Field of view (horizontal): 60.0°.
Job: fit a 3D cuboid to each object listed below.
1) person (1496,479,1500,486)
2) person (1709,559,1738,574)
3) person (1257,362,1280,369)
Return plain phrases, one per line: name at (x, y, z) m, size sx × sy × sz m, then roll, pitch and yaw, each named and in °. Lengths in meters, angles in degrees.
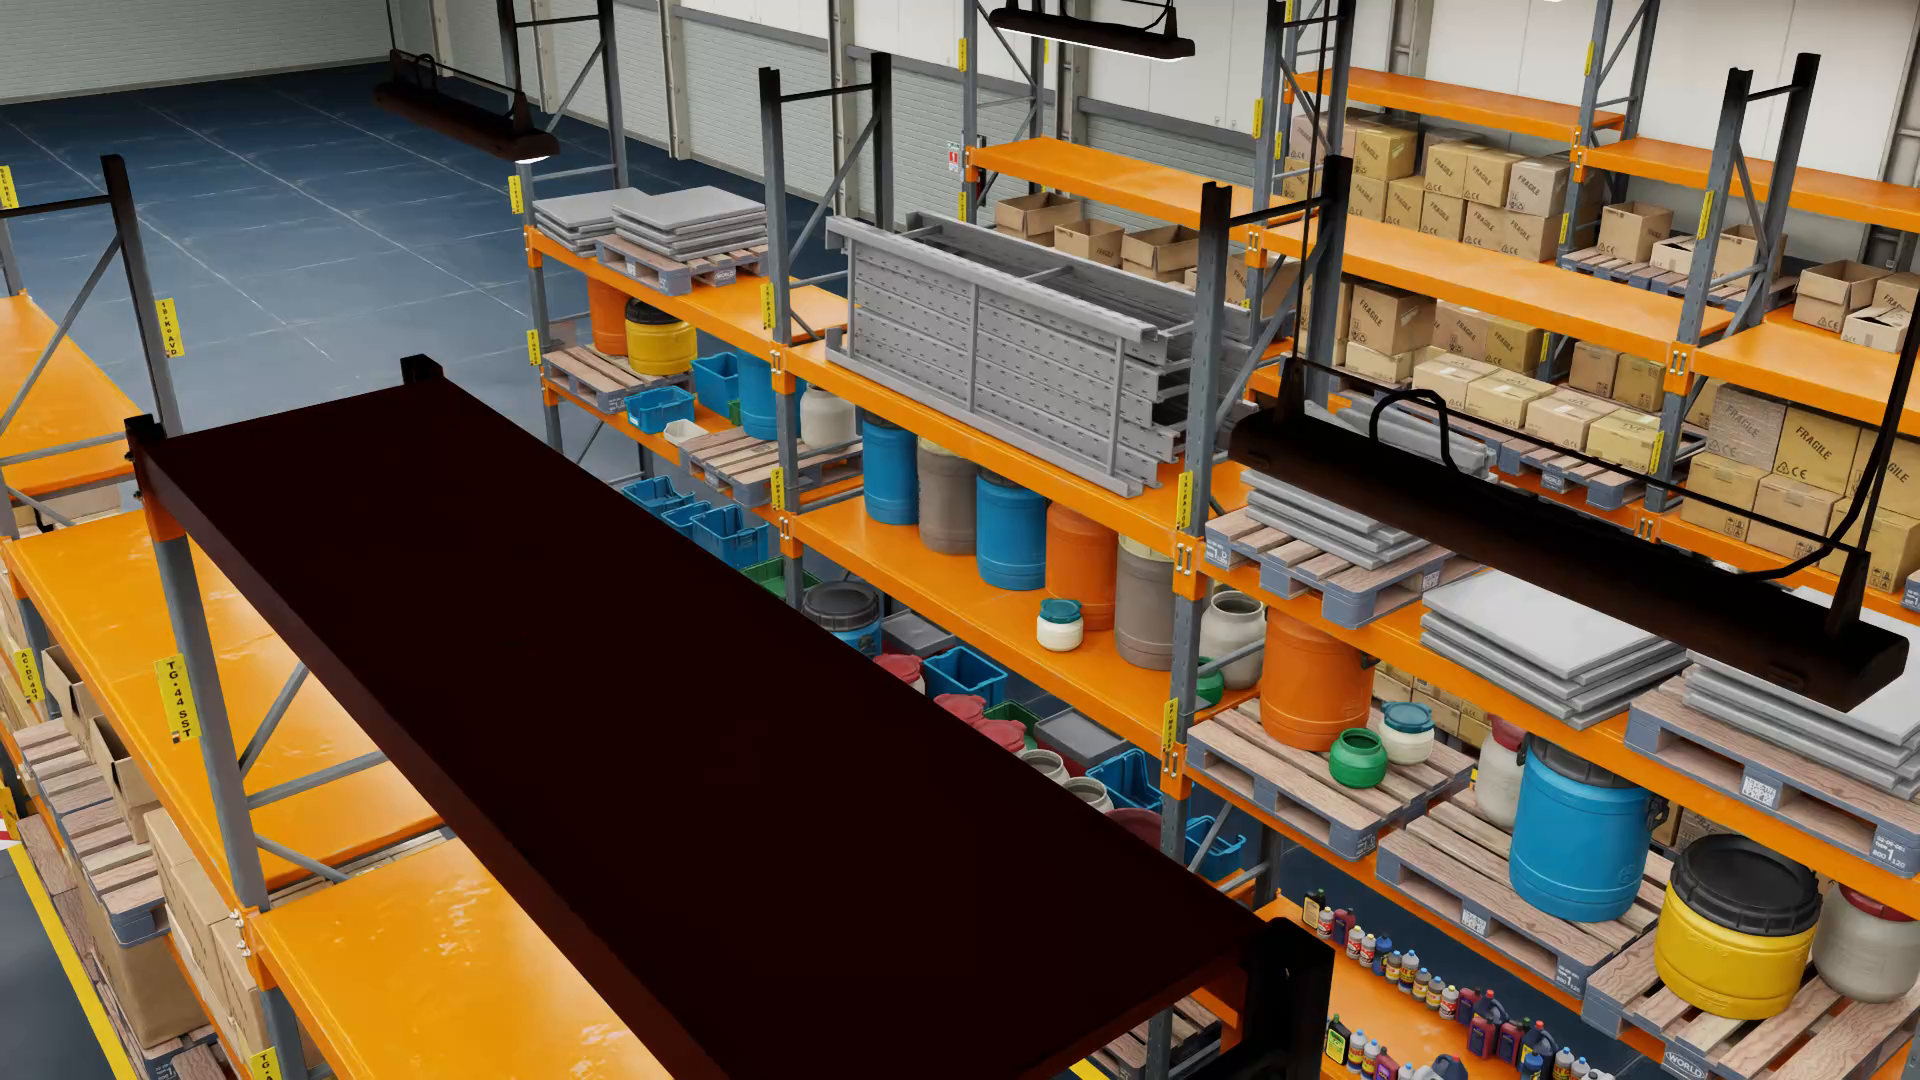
person at (5.477, -0.636, 17.581) m, size 1.037 × 1.726 × 0.636 m, roll 14°, pitch 29°, yaw 27°
person at (6.931, 0.659, 15.102) m, size 0.521 × 1.581 × 0.701 m, roll -15°, pitch 29°, yaw -27°
person at (3.584, -1.781, 19.963) m, size 0.627 × 1.714 × 0.572 m, roll -13°, pitch 29°, yaw -25°
